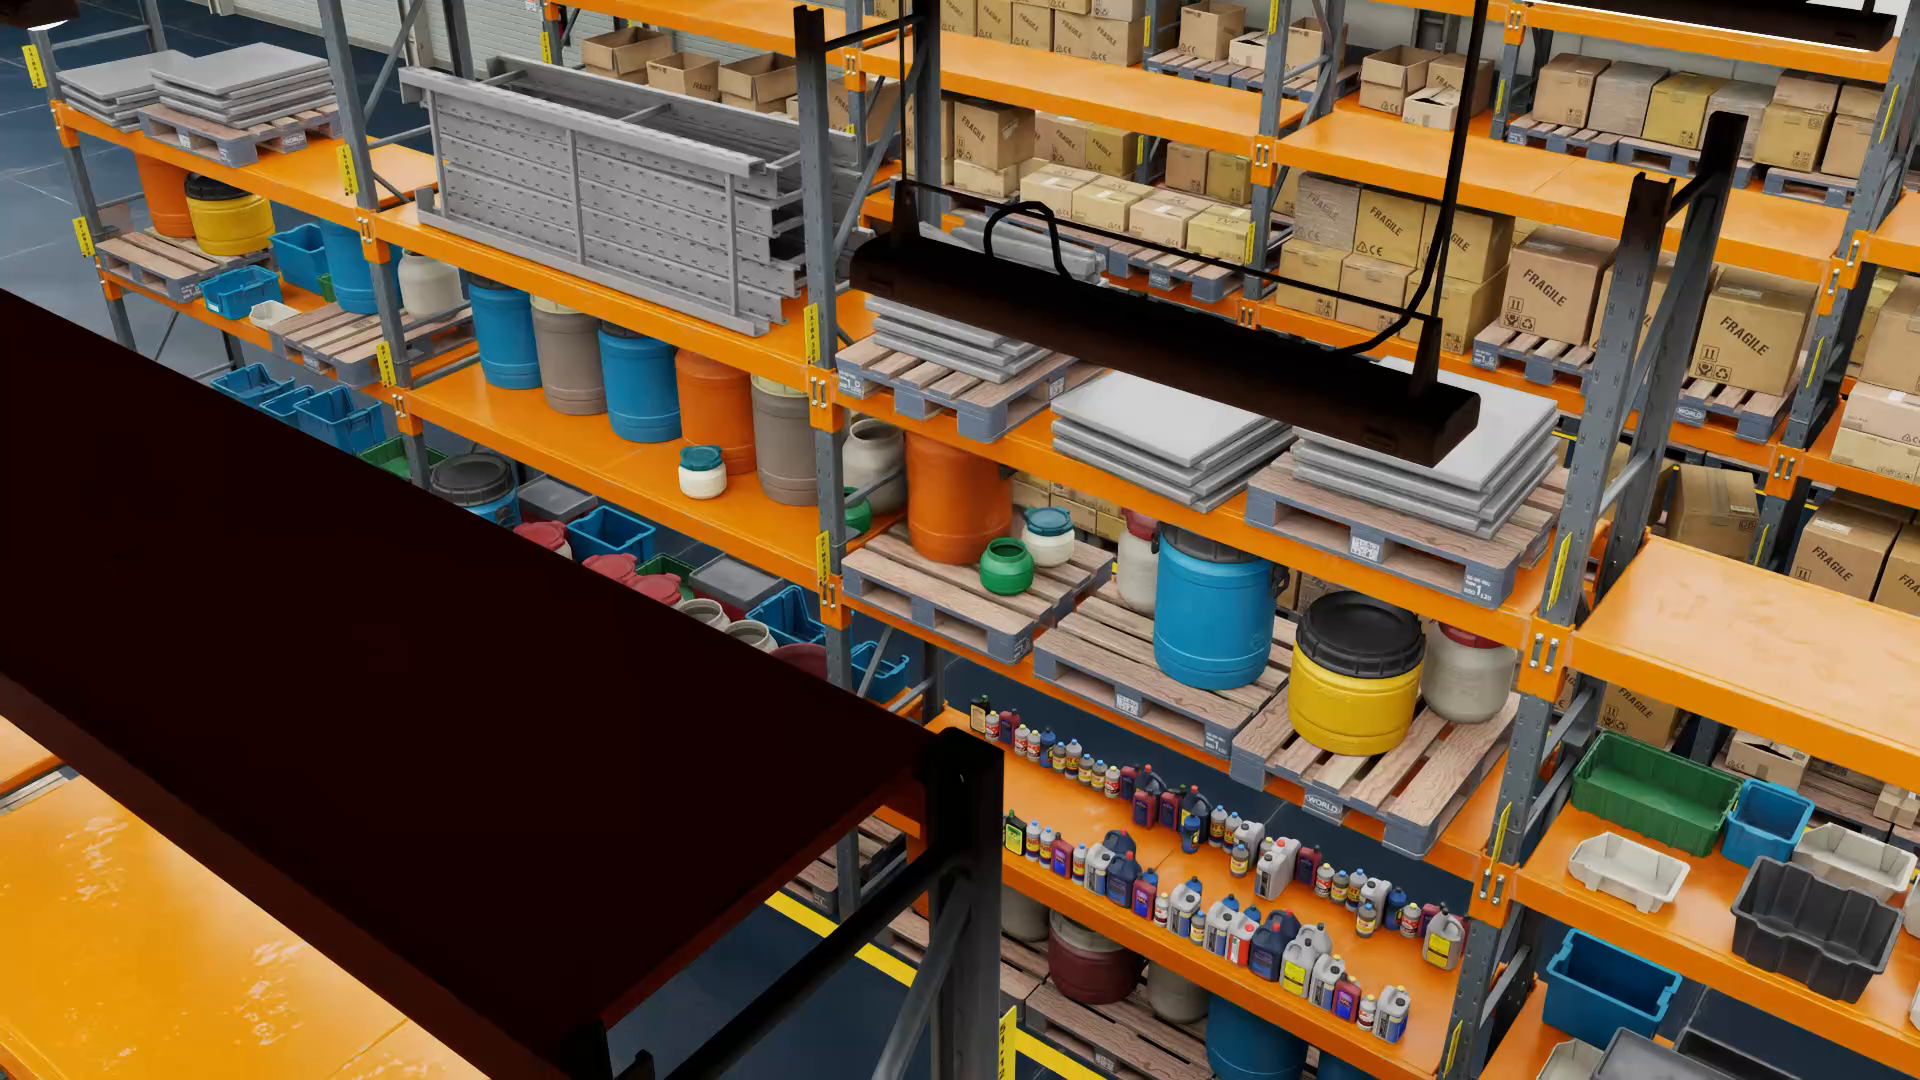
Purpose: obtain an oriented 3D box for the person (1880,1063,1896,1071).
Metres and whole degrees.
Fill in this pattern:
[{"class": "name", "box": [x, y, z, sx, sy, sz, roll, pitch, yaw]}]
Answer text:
[{"class": "person", "box": [5.848, 2.407, 9.805, 0.567, 1.706, 0.396, -3, 32, -6]}]
